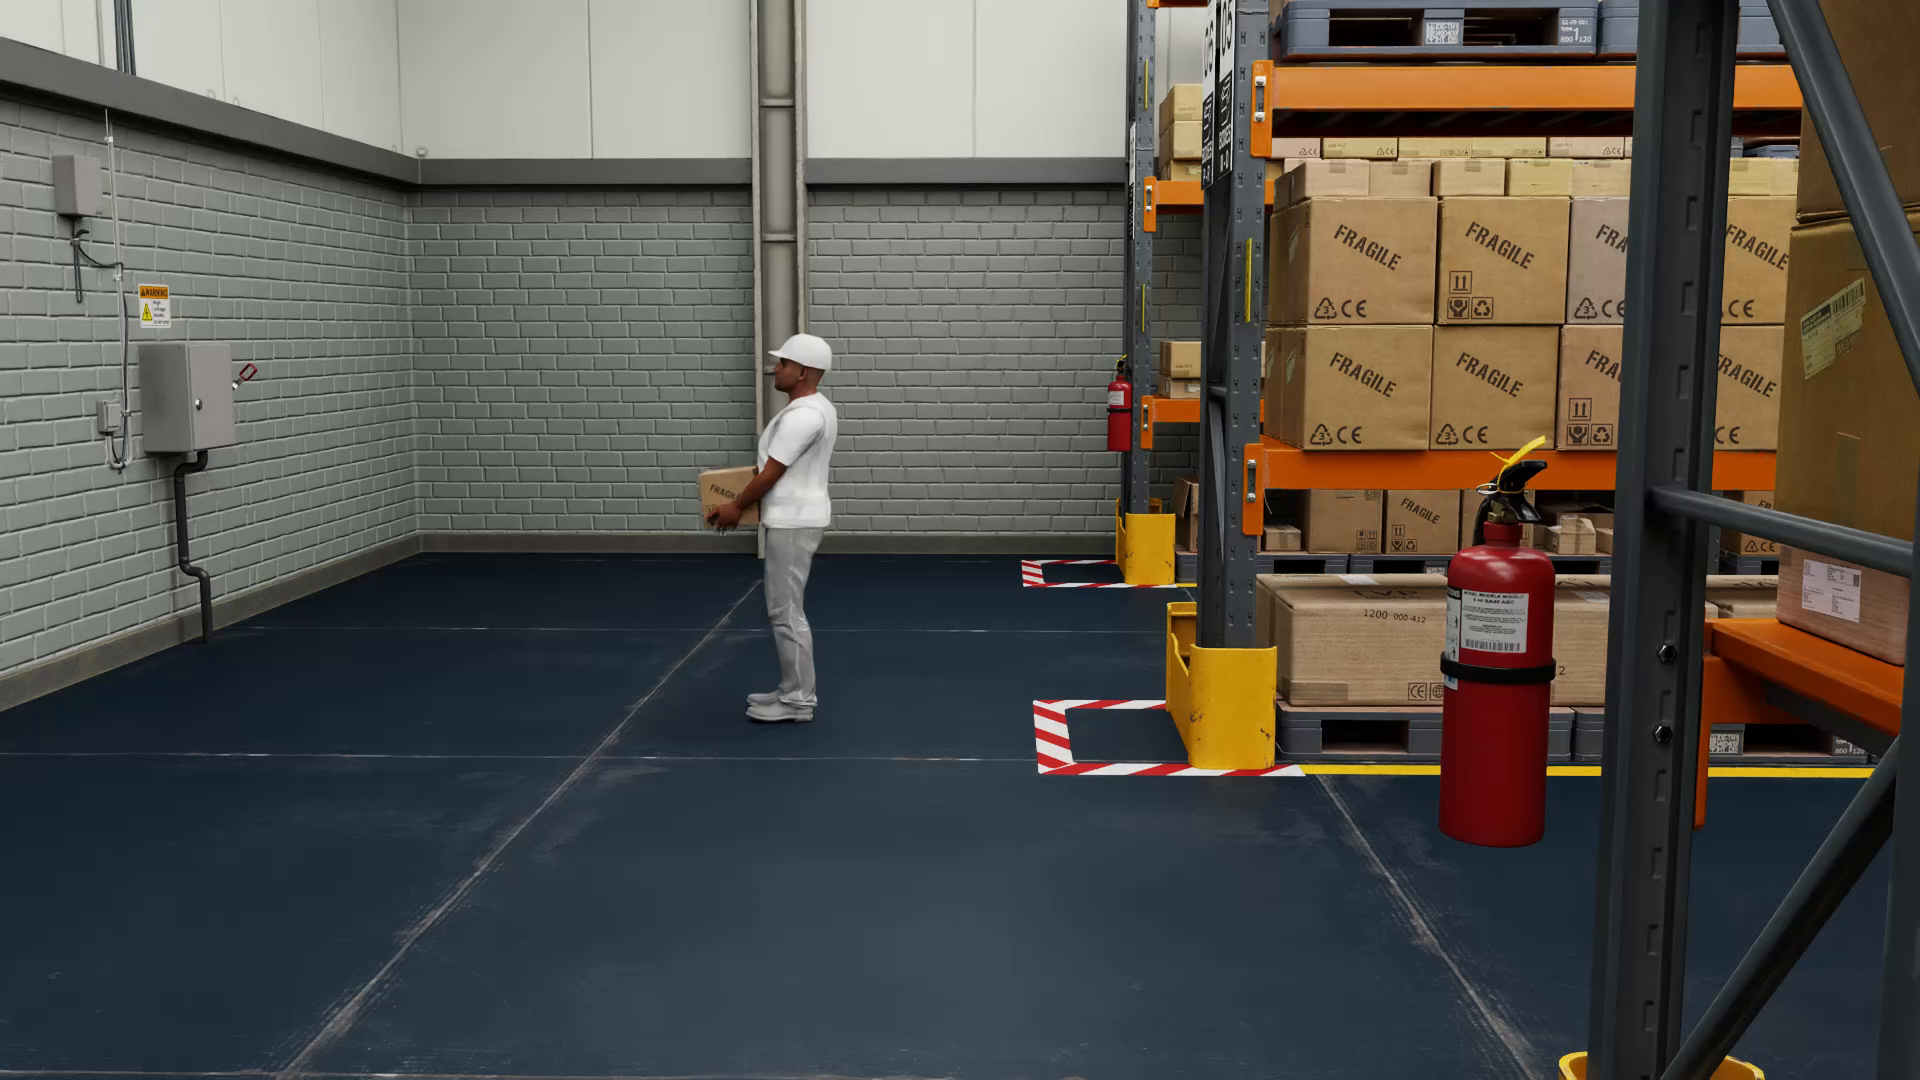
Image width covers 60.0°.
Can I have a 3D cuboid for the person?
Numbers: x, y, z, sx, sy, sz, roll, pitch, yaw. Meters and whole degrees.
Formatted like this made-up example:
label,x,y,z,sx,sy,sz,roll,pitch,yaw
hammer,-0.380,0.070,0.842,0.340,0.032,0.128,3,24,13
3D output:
label,x,y,z,sx,sy,sz,roll,pitch,yaw
person,-0.858,-0.060,7.648,0.575,1.767,0.510,0,7,1
